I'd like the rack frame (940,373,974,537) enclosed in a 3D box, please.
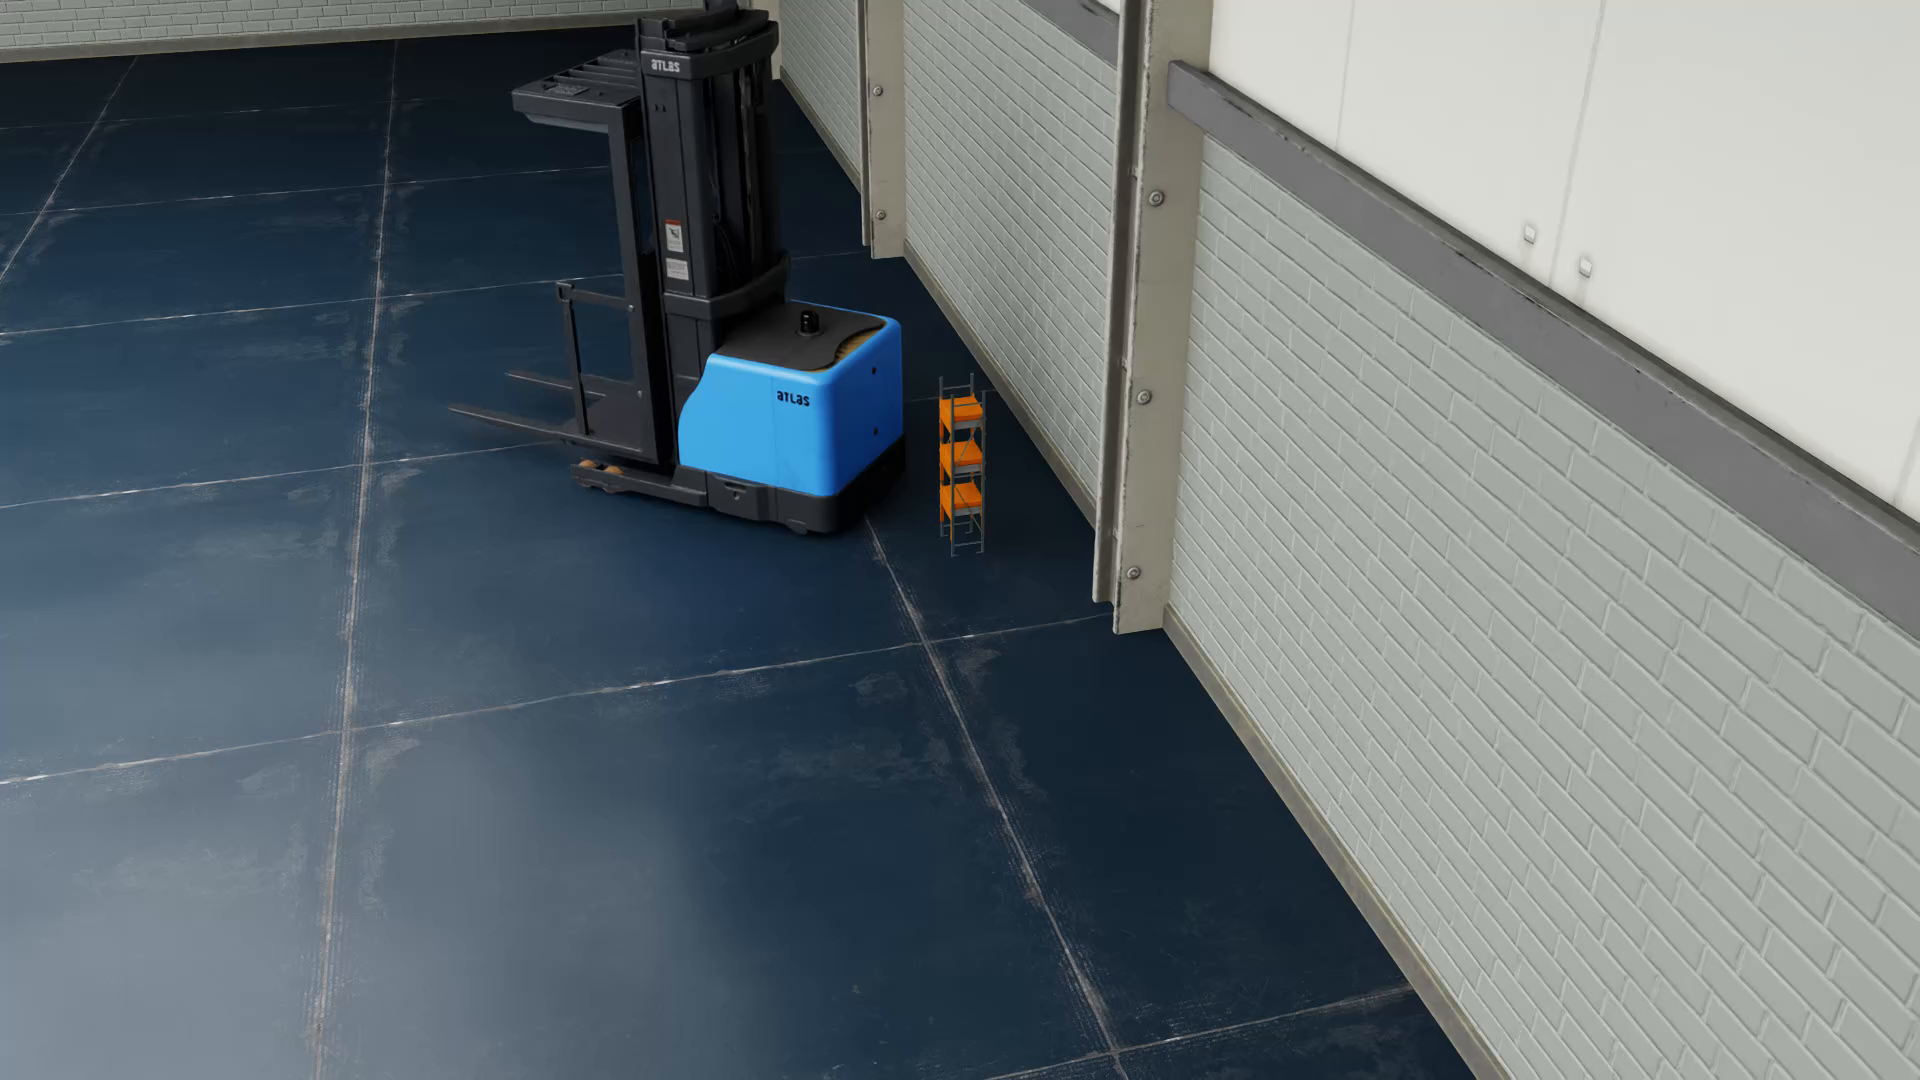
[{"bbox_3d":[-0.018,-0.487,9.775,0.200,1.050,0.008,-8,31,-13],"label":"rack frame"}]

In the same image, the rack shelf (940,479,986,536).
[{"bbox_3d":[0.014,-0.179,9.818,0.215,0.259,0.240,-8,31,-13],"label":"rack shelf"}]

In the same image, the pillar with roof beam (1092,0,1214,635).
[{"bbox_3d":[-3.203,-2.921,6.045,9.100,9.000,0.400,-8,31,-13],"label":"pillar with roof beam"}]

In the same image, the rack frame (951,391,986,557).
[{"bbox_3d":[0.047,-0.370,9.572,0.200,1.050,0.008,-8,31,-13],"label":"rack frame"}]

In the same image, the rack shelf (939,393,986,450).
[{"bbox_3d":[0.014,-0.665,9.537,0.215,0.259,0.240,-8,31,-13],"label":"rack shelf"}]

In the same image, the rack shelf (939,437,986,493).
[{"bbox_3d":[0.014,-0.419,9.679,0.215,0.259,0.240,-8,31,-13],"label":"rack shelf"}]

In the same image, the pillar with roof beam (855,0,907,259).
[{"bbox_3d":[-4.795,-5.819,11.052,9.100,9.000,0.400,-8,31,-13],"label":"pillar with roof beam"}]

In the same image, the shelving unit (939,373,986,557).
[{"bbox_3d":[0.014,-0.429,9.673,0.215,1.050,0.252,-8,31,-13],"label":"shelving unit"}]

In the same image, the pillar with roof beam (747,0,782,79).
[{"bbox_3d":[-6.388,-8.717,16.059,9.100,9.000,0.400,-8,31,-13],"label":"pillar with roof beam"}]

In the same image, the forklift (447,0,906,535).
[{"bbox_3d":[-1.905,-1.788,10.145,3.031,2.935,1.130,13,33,21],"label":"forklift"}]
